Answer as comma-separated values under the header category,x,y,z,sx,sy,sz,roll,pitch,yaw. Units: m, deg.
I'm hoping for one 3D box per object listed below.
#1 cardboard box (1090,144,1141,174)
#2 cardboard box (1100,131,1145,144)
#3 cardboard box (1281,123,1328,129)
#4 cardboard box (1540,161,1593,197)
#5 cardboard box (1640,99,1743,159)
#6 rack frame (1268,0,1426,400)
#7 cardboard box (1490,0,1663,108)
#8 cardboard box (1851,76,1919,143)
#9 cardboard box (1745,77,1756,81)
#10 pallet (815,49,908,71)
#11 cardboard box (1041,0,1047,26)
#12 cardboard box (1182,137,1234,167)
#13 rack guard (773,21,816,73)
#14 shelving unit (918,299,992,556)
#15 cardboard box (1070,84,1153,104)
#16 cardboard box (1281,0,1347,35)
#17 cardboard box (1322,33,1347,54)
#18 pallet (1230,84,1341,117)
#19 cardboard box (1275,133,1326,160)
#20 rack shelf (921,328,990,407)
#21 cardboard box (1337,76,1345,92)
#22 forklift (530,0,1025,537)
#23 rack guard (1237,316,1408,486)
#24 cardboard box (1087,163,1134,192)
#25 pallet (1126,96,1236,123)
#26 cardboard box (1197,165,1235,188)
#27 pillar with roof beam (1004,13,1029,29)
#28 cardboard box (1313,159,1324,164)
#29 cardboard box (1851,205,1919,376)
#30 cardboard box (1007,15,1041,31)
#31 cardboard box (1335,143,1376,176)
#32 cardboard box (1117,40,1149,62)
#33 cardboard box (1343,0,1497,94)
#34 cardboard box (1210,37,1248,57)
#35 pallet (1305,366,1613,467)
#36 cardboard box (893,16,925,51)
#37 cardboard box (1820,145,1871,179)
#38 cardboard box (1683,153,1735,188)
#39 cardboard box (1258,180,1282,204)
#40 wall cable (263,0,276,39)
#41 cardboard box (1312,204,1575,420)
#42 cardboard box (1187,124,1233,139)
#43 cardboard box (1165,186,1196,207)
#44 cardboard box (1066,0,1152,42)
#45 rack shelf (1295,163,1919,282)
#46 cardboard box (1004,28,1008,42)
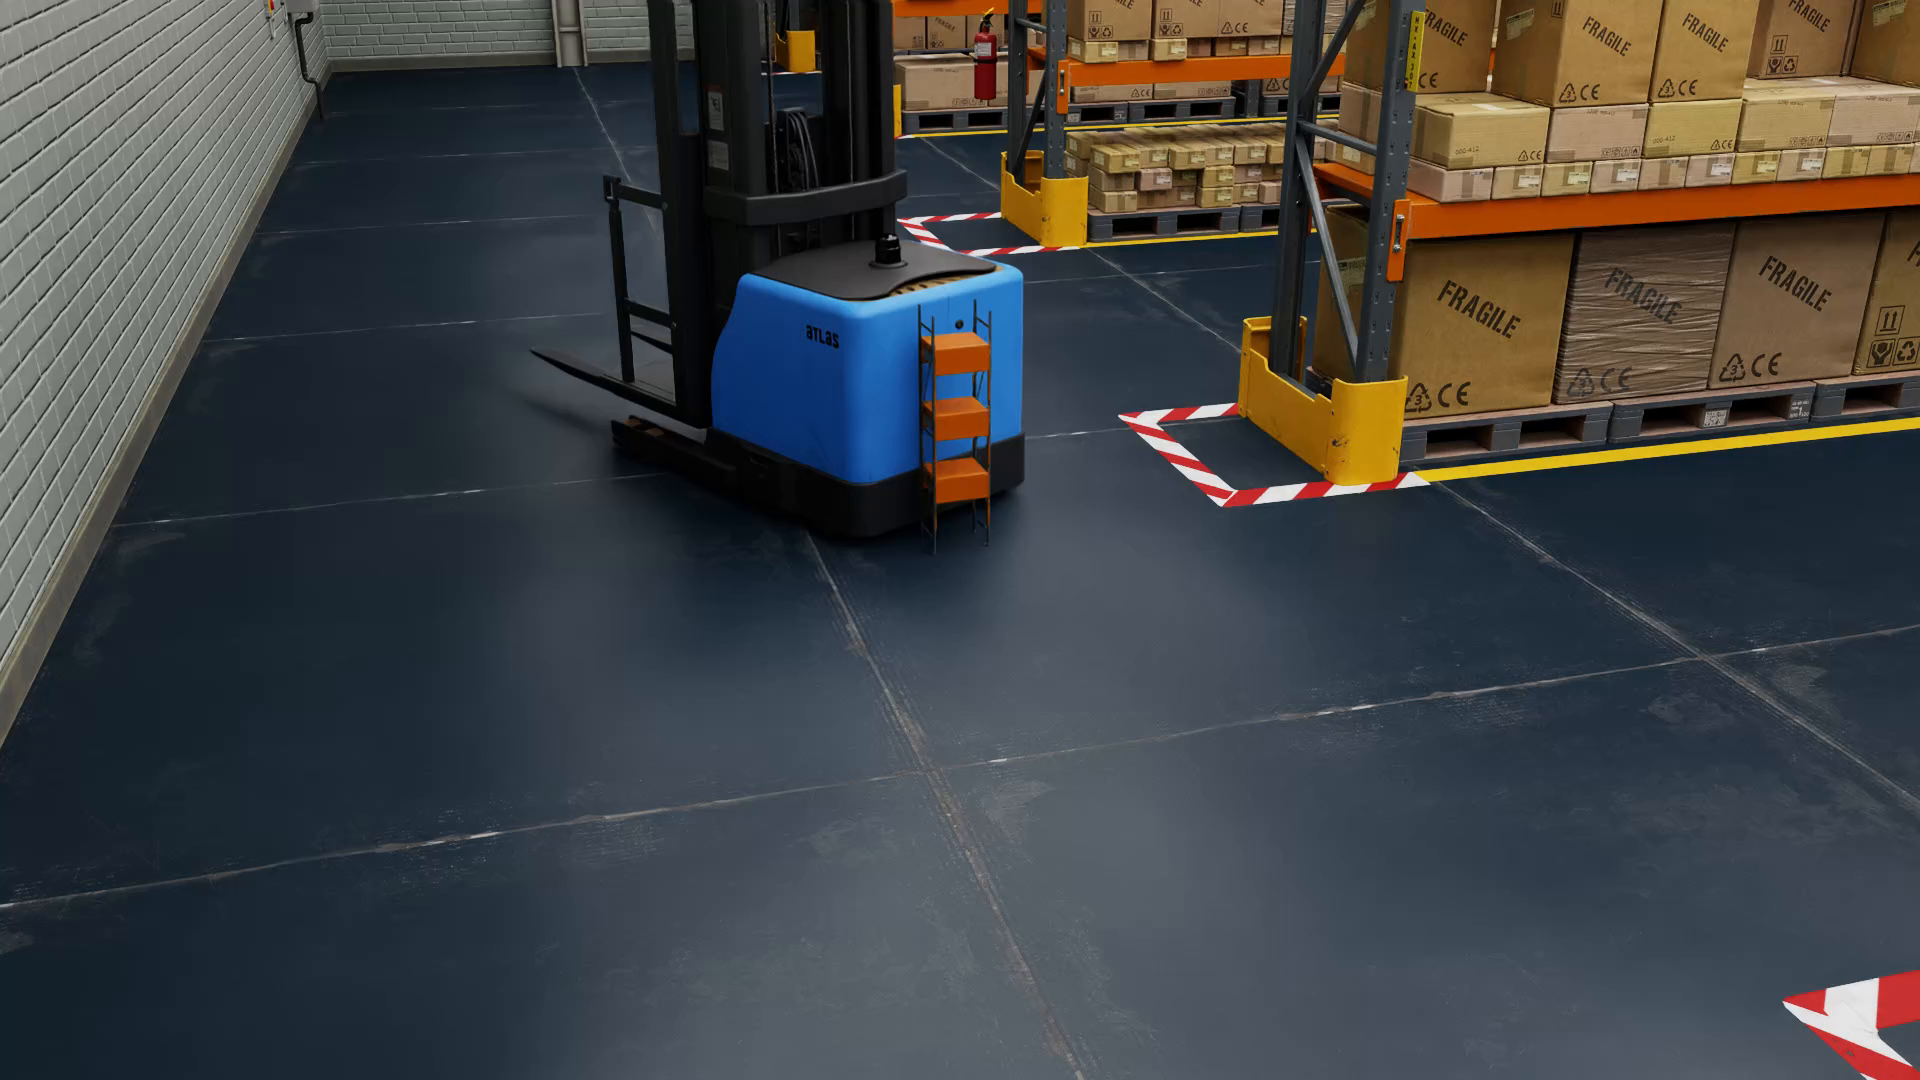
category,x,y,z,sx,sy,sz,roll,pitch,yaw
cardboard box,1.157,-2.846,12.408,0.250,0.149,0.380,-7,24,-17
cardboard box,1.260,-3.077,12.945,0.250,0.149,0.380,-6,24,-13
cardboard box,2.761,-3.242,13.330,0.250,0.149,0.380,-7,24,-17
cardboard box,2.728,-1.722,7.777,0.250,0.149,0.380,-7,24,-16
cardboard box,3.322,-1.996,7.910,0.500,0.250,0.500,-7,24,-16
rack frame,1.804,-1.869,7.803,0.127,3.000,1.000,-6,24,-14
cardboard box,2.820,-2.284,7.630,0.500,0.500,0.500,-7,24,-16
cardboard box,4.803,-2.160,8.294,0.500,0.250,0.500,-6,24,-13
cardboard box,3.678,-2.255,8.513,0.500,0.250,0.500,-6,24,-14
pallet,-1.377,-6.328,21.730,1.213,0.211,1.003,-6,24,-14
cardboard box,0.924,-4.091,12.477,0.500,0.500,0.500,-6,24,-13
cardboard box,1.884,-2.957,12.667,0.250,0.149,0.380,-8,24,-17
rack guard,-2.144,-6.375,21.474,0.348,0.500,1.175,-6,24,-14
shelving unit,-0.023,-0.469,7.012,0.252,1.050,0.215,-8,24,-17
cardboard box,1.483,-4.952,17.703,0.875,0.438,0.875,-7,24,-16
cardboard box,2.541,-4.059,12.403,0.500,0.500,0.500,-7,24,-16
cardboard box,2.715,-3.761,12.529,0.250,0.149,0.380,-6,24,-13
pallet,3.701,-4.887,18.372,1.213,0.211,1.003,-6,24,-14
cardboard box,2.635,-3.057,12.899,0.250,0.149,0.380,-6,24,-14
rack shelf,-0.023,-0.720,6.904,0.240,0.259,0.215,-8,24,-17
cardboard box,4.421,-5.470,18.356,0.875,0.875,0.875,-6,24,-13
forklift,-1.081,-1.851,7.846,1.130,2.935,3.031,-21,31,-39
rack guard,1.781,-0.718,8.289,0.348,0.500,1.175,-6,24,-14
cardboard box,1.135,-2.741,12.540,0.250,0.149,0.380,-5,24,-12
pallet,2.225,-4.725,17.994,1.213,0.211,1.003,-6,24,-14
cardboard box,1.902,-2.795,12.665,0.250,0.149,0.380,-6,24,-13
pillar with roof beam,1.883,-9.332,17.588,0.400,9.000,9.100,-6,24,-14
cardboard box,2.645,-2.929,12.977,0.250,0.149,0.380,-5,24,-12
cardboard box,4.998,-1.472,9.039,0.875,0.875,0.875,-6,24,-14
cardboard box,0.934,-6.919,22.447,0.500,0.311,0.500,-5,24,-12
cardboard box,2.058,-1.917,8.232,0.250,0.149,0.380,-6,24,-13
cardboard box,1.196,-3.601,12.156,0.250,0.149,0.380,-5,24,-12
cardboard box,2.202,-2.433,7.979,0.500,0.500,0.500,-6,24,-14
cardboard box,1.949,-3.708,12.407,0.250,0.149,0.380,-7,24,-15
pallet,2.552,-0.703,8.620,1.213,0.211,1.003,-6,24,-14
cardboard box,-0.770,-6.666,21.618,0.500,0.500,0.700,-5,24,-12
cardboard box,4.213,-1.886,8.160,0.250,0.149,0.380,-7,24,-15
cardboard box,3.472,-1.804,7.970,0.250,0.149,0.380,-7,24,-15
cardboard box,2.378,-2.711,12.847,0.250,0.149,0.380,-8,24,-17
wall cable,-6.296,-5.504,14.944,0.123,1.953,0.585,-6,24,-14
cardboard box,2.398,-1.184,8.368,0.875,0.875,0.875,-6,24,-14
cardboard box,1.985,-3.206,13.246,0.250,0.149,0.380,-5,24,-12
cardboard box,1.619,-2.668,12.748,0.250,0.149,0.380,-6,24,-14
cardboard box,1.068,-3.889,12.005,0.500,0.500,0.500,-5,24,-12
rack shelf,3.729,-1.752,8.441,4.000,0.370,1.077,-6,24,-14
cardboard box,0.516,-6.798,22.372,0.250,0.149,0.380,-7,24,-15
